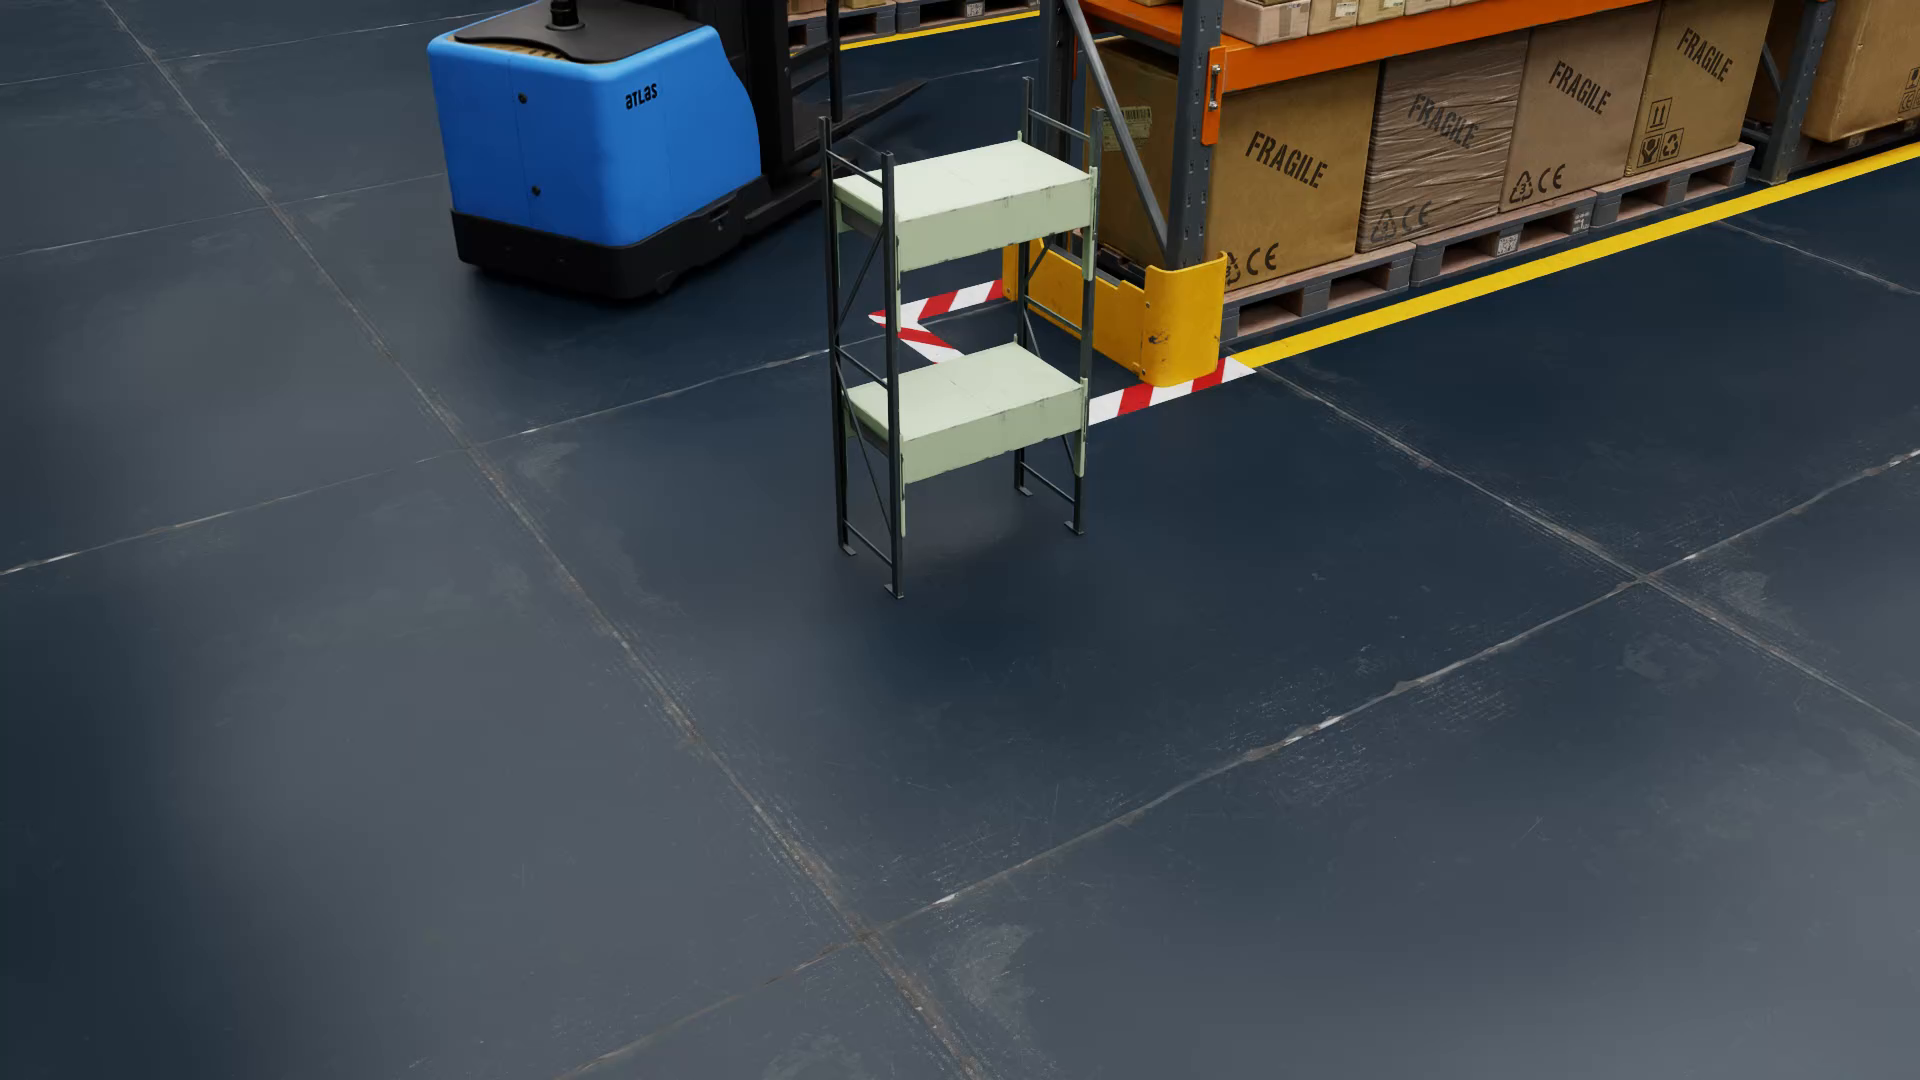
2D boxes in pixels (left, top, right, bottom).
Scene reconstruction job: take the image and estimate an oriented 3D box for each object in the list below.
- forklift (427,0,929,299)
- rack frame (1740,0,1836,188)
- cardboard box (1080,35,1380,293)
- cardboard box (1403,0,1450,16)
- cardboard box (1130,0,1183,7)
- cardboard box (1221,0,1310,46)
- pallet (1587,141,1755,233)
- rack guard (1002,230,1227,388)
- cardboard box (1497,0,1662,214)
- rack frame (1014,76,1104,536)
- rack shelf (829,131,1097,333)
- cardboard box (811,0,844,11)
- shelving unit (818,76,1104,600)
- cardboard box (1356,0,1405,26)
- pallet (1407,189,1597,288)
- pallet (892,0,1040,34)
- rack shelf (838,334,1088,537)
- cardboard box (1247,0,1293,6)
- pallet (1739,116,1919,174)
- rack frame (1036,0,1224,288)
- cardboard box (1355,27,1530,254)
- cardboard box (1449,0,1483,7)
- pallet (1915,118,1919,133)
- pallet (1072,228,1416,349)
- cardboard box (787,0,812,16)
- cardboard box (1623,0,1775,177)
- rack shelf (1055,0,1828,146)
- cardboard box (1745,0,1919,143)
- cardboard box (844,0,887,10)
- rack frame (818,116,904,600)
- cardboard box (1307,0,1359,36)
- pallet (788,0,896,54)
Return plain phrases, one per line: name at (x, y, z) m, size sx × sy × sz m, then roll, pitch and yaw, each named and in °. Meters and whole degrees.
forklift at (-1.183, -3.058, 7.851) m, size 1.130 × 2.935 × 3.031 m, roll 16°, pitch 36°, yaw 23°
rack frame at (4.009, -3.347, 8.244) m, size 0.127 × 3.000 × 1.000 m, roll -19°, pitch 37°, yaw -27°
cardboard box at (1.142, -1.690, 7.216) m, size 0.875 × 0.875 × 0.875 m, roll -19°, pitch 37°, yaw -27°
cardboard box at (1.773, -2.264, 6.762) m, size 0.250 × 0.149 × 0.380 m, roll -20°, pitch 37°, yaw -28°
cardboard box at (0.768, -2.335, 6.875) m, size 0.250 × 0.149 × 0.380 m, roll -18°, pitch 37°, yaw -26°
cardboard box at (1.124, -2.039, 6.406) m, size 0.250 × 0.149 × 0.380 m, roll -19°, pitch 37°, yaw -27°
pallet at (3.328, -1.982, 8.695) m, size 1.213 × 0.211 × 1.003 m, roll -19°, pitch 37°, yaw -27°
rack guard at (0.627, -1.126, 7.067) m, size 0.348 × 0.500 × 1.175 m, roll -19°, pitch 37°, yaw -27°
cardboard box at (2.655, -2.210, 8.041) m, size 0.875 × 0.875 × 0.875 m, roll -19°, pitch 37°, yaw -27°
rack frame at (0.313, -0.742, 5.521) m, size 0.023 × 1.500 × 0.400 m, roll -19°, pitch 37°, yaw -27°
rack shelf at (0.006, -0.966, 5.145) m, size 0.720 × 0.370 × 0.431 m, roll -19°, pitch 37°, yaw -27°
cardboard box at (-0.961, -3.611, 10.941) m, size 0.250 × 0.149 × 0.380 m, roll -19°, pitch 37°, yaw -27°
shelving unit at (0.006, -0.636, 5.353) m, size 0.755 × 1.500 × 0.431 m, roll -19°, pitch 37°, yaw -27°
cardboard box at (1.554, -2.188, 6.642) m, size 0.250 × 0.149 × 0.380 m, roll -20°, pitch 37°, yaw -28°
pallet at (2.301, -1.628, 8.132) m, size 1.213 × 0.211 × 1.003 m, roll -19°, pitch 37°, yaw -27°
pallet at (-0.165, -3.856, 11.665) m, size 1.213 × 0.211 × 1.003 m, roll -19°, pitch 37°, yaw -27°
rack shelf at (0.006, -0.361, 5.527) m, size 0.720 × 0.370 × 0.431 m, roll -19°, pitch 37°, yaw -27°
cardboard box at (1.197, -2.270, 6.399) m, size 0.500 × 0.250 × 0.500 m, roll -20°, pitch 37°, yaw -28°
pallet at (4.617, -2.424, 9.395) m, size 1.213 × 0.211 × 1.003 m, roll -19°, pitch 37°, yaw -27°
rack frame at (0.647, -2.190, 6.411) m, size 0.127 × 3.000 × 1.000 m, roll -19°, pitch 37°, yaw -27°
cardboard box at (1.907, -1.953, 7.633) m, size 0.875 × 0.875 × 0.875 m, roll -19°, pitch 37°, yaw -27°
cardboard box at (1.987, -2.337, 6.878) m, size 0.250 × 0.149 × 0.380 m, roll -20°, pitch 37°, yaw -28°
pallet at (5.643, -2.779, 9.957) m, size 1.213 × 0.211 × 1.003 m, roll -19°, pitch 37°, yaw -27°
pallet at (1.277, -1.277, 7.577) m, size 1.213 × 0.211 × 1.003 m, roll -19°, pitch 37°, yaw -27°
cardboard box at (-1.166, -3.536, 10.822) m, size 0.250 × 0.149 × 0.380 m, roll -19°, pitch 37°, yaw -27°
cardboard box at (3.411, -2.471, 8.453) m, size 0.875 × 0.875 × 0.875 m, roll -19°, pitch 37°, yaw -27°
rack shelf at (2.328, -2.464, 7.519) m, size 4.000 × 0.370 × 1.077 m, roll -19°, pitch 37°, yaw -27°
cardboard box at (4.536, -2.820, 9.006) m, size 0.875 × 0.875 × 1.225 m, roll -19°, pitch 37°, yaw -27°
cardboard box at (-0.687, -3.635, 10.980) m, size 0.250 × 0.149 × 0.380 m, roll -18°, pitch 37°, yaw -27°
rack frame at (-0.302, -0.530, 5.185) m, size 0.023 × 1.500 × 0.400 m, roll -19°, pitch 37°, yaw -27°
cardboard box at (1.339, -2.113, 6.524) m, size 0.250 × 0.149 × 0.380 m, roll -20°, pitch 37°, yaw -28°
pallet at (-1.189, -3.505, 11.109) m, size 1.213 × 0.211 × 1.003 m, roll -19°, pitch 37°, yaw -27°
